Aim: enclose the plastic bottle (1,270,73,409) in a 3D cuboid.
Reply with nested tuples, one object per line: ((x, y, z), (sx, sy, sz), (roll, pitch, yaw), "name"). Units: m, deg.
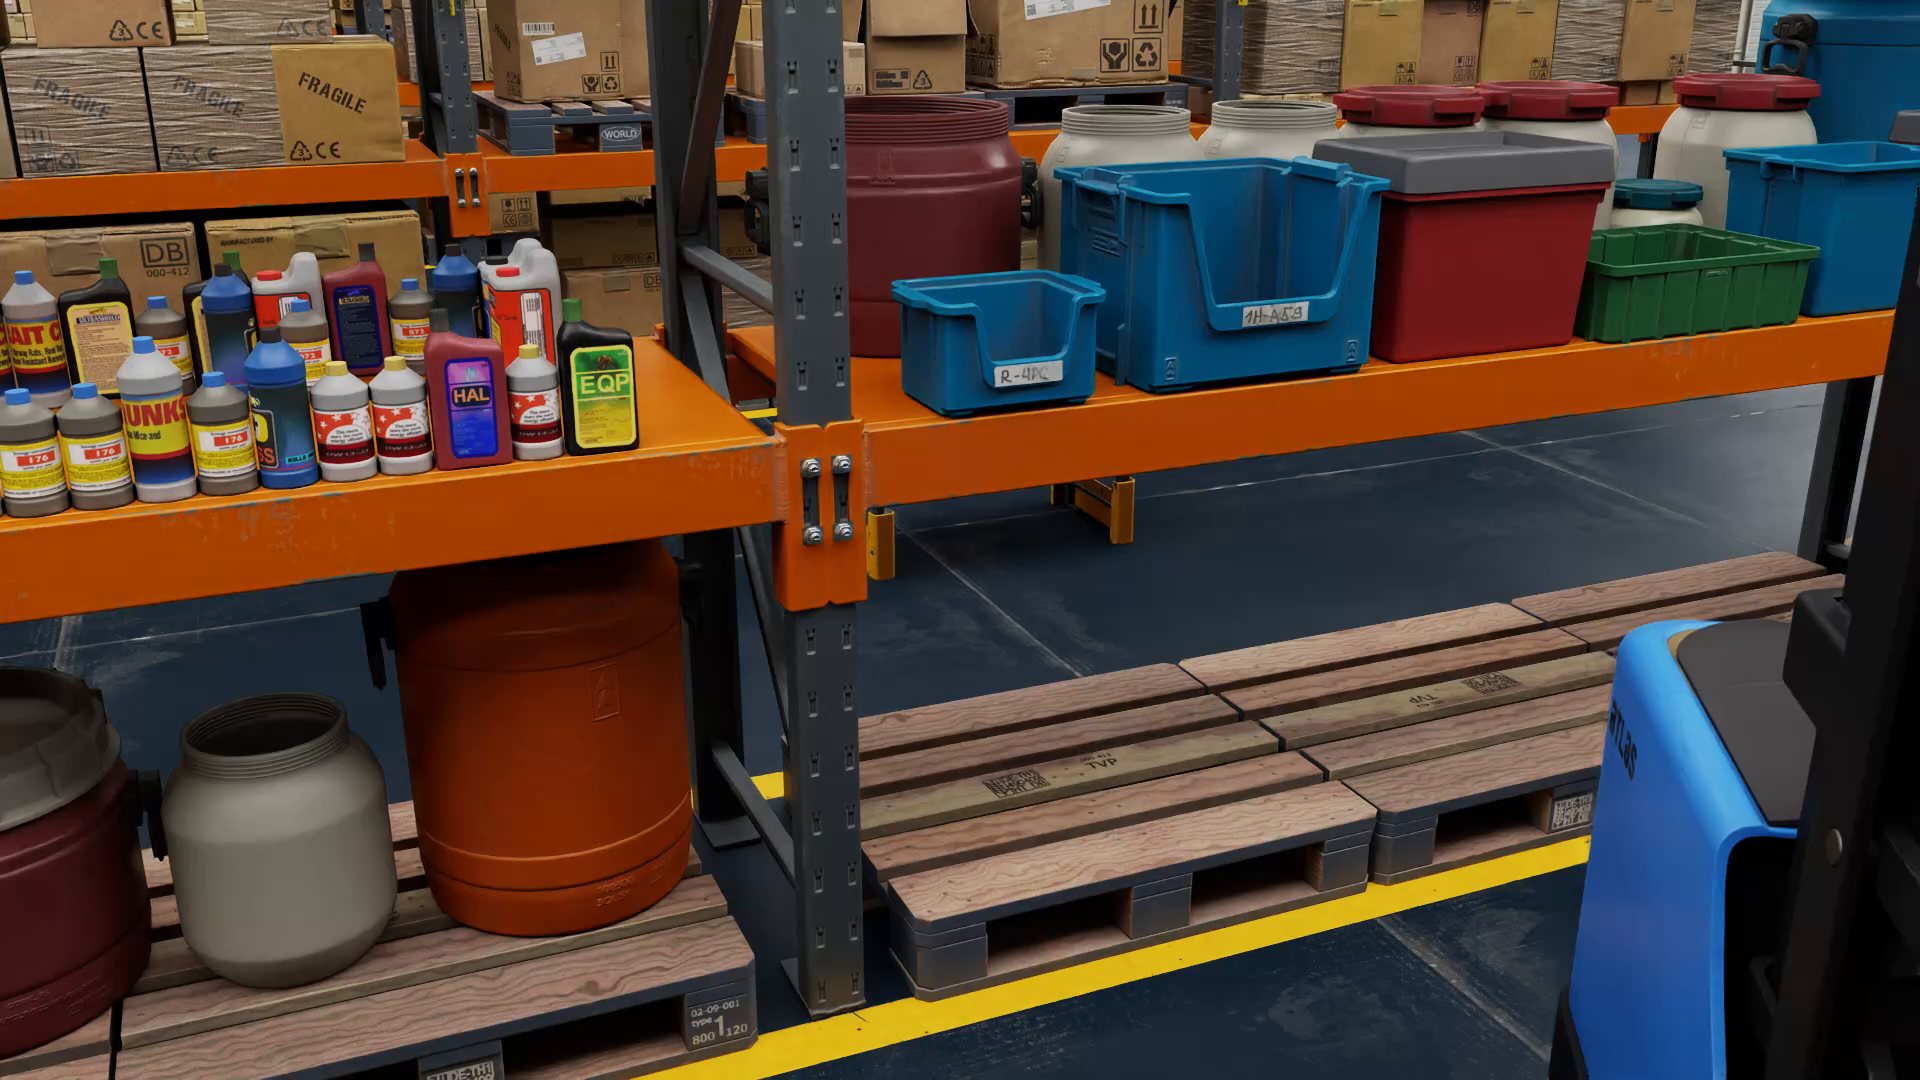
((-1.862, -0.405, 3.349), (0.097, 0.271, 0.097), (0, 19, 0), "plastic bottle")

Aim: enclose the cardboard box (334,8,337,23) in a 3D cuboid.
((-6.139, -5.266, 16.709), (0.250, 0.149, 0.380), (-7, 21, -20), "cardboard box")

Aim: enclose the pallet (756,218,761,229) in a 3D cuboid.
((-1.299, -2.662, 13.765), (1.213, 0.211, 1.003), (-8, 21, -22), "pallet")

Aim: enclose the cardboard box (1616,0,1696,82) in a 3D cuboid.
((3.997, -3.124, 10.278), (0.500, 0.500, 0.875), (-8, 21, -22), "cardboard box")

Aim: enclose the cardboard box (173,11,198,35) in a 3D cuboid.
((-5.282, -3.488, 11.210), (0.250, 0.149, 0.380), (-8, 21, -22), "cardboard box")

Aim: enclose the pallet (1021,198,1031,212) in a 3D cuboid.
((0.109, -2.863, 14.335), (1.213, 0.211, 1.003), (-8, 21, -22), "pallet")

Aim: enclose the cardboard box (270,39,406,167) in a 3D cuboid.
((-2.777, -1.957, 7.412), (0.500, 0.500, 0.500), (-7, 21, -20), "cardboard box")

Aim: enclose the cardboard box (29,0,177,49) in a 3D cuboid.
((-3.699, -2.394, 7.144), (0.637, 0.503, 0.797), (-8, 21, -21), "cardboard box")

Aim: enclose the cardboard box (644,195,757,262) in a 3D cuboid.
((-1.335, -1.602, 8.528), (0.500, 0.250, 0.500), (-6, 20, -16), "cardboard box")

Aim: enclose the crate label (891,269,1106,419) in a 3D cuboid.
((0.076, -0.402, 3.398), (0.416, 0.233, 0.303), (-8, 21, -22), "crate label")

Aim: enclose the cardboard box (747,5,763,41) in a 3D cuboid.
((-1.458, -3.933, 13.024), (0.500, 0.500, 0.500), (-8, 21, -23), "cardboard box")

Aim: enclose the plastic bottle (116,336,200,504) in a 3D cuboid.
((-1.345, -0.204, 2.780), (0.097, 0.271, 0.097), (0, 19, 0), "plastic bottle")

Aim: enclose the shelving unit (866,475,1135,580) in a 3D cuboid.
((0.070, -0.717, 6.301), (1.083, 1.500, 0.587), (-8, 21, -22), "shelving unit")

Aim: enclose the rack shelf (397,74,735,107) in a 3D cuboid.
((-2.457, -3.500, 13.028), (4.000, 0.370, 1.077), (-8, 21, -22), "rack shelf")

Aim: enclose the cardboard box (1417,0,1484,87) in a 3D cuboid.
((2.581, -2.956, 9.801), (0.500, 0.500, 0.875), (-8, 21, -22), "cardboard box")

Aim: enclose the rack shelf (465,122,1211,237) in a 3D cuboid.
((-0.585, -1.974, 8.694), (4.000, 0.370, 1.077), (-8, 21, -22), "rack shelf")

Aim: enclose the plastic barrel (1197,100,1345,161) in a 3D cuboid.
((0.787, -0.848, 4.246), (0.421, 0.512, 0.421), (0, 19, 0), "plastic barrel")

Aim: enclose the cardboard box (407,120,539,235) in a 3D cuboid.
((-3.699, -2.765, 12.615), (0.750, 0.750, 1.050), (-8, 21, -23), "cardboard box")

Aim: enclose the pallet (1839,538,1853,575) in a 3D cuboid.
((3.846, 0.174, 5.710), (1.213, 0.211, 1.003), (-8, 21, -22), "pallet")

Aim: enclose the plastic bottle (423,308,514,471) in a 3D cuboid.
((-0.874, -0.271, 2.950), (0.133, 0.283, 0.061), (-8, 21, -22), "plastic bottle")

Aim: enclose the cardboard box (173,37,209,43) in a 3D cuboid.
((-3.448, -2.048, 7.670), (0.500, 0.500, 0.500), (-9, 21, -23), "cardboard box")

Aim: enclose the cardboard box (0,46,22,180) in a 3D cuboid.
((-4.180, -1.757, 6.845), (0.500, 0.500, 0.500), (-8, 21, -21), "cardboard box")

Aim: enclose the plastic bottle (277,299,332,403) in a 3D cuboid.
((-1.343, -0.391, 3.415), (0.097, 0.201, 0.097), (0, 19, 0), "plastic bottle")

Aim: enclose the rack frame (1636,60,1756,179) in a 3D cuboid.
((4.924, -3.102, 10.817), (0.127, 3.000, 1.000), (-8, 21, -22), "rack frame")

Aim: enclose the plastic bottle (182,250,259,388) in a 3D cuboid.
((-1.551, -0.462, 3.492), (0.133, 0.283, 0.061), (-8, 21, -22), "plastic bottle")

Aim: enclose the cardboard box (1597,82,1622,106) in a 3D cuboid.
((3.824, -2.754, 10.205), (0.250, 0.149, 0.380), (-8, 21, -22), "cardboard box")

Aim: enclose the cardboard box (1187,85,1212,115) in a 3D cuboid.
((1.332, -2.576, 9.699), (0.250, 0.149, 0.380), (-8, 21, -22), "cardboard box")

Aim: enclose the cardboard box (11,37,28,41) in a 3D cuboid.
((-6.226, -3.214, 10.880), (0.250, 0.149, 0.380), (-9, 21, -23), "cardboard box")

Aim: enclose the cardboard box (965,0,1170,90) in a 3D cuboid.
((0.466, -2.995, 8.977), (1.000, 1.000, 1.000), (-8, 21, -22), "cardboard box")

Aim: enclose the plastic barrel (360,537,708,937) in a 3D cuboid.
((-0.902, 0.356, 3.631), (0.708, 0.830, 0.600), (-8, 21, -22), "plastic barrel")

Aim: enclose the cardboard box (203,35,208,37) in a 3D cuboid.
((-5.029, -3.384, 11.363), (0.250, 0.149, 0.380), (-8, 21, -21), "cardboard box")

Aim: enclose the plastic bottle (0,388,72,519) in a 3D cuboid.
((-1.524, -0.146, 2.719), (0.097, 0.201, 0.097), (0, 19, 0), "plastic bottle")

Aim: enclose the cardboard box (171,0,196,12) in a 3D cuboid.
((-5.278, -3.629, 11.161), (0.250, 0.149, 0.380), (-7, 21, -20), "cardboard box")

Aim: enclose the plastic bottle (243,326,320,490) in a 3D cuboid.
((-1.166, -0.230, 2.852), (0.097, 0.271, 0.097), (0, 19, 0), "plastic bottle")

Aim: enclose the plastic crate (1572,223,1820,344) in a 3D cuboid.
((1.726, -0.651, 4.172), (0.662, 0.188, 0.450), (-8, 21, -22), "plastic crate")

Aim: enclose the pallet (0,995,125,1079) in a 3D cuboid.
((-2.286, 1.051, 3.218), (1.213, 0.211, 1.003), (-8, 21, -22), "pallet")

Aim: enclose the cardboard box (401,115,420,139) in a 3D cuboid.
((-5.824, -4.102, 16.980), (0.625, 0.372, 0.950), (-10, 22, -26), "cardboard box")

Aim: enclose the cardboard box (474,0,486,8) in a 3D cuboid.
((-3.413, -4.218, 12.328), (0.500, 0.500, 0.700), (-8, 21, -23), "cardboard box")

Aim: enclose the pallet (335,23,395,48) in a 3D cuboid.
((-5.735, -5.108, 16.801), (1.003, 0.211, 1.213), (-8, 21, -22), "pallet")

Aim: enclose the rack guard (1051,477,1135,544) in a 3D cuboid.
((0.527, -0.193, 6.695), (0.087, 0.250, 0.587), (-8, 21, -22), "rack guard")

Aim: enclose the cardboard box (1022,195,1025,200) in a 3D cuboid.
((-0.015, -3.359, 14.113), (0.875, 0.875, 0.875), (-8, 21, -21), "cardboard box")

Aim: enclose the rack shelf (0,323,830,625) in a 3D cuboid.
((-2.296, 0.063, 2.910), (4.000, 0.370, 1.077), (-8, 21, -22), "rack shelf")

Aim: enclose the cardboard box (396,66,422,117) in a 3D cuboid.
((-7.142, -5.829, 21.505), (0.625, 0.625, 0.875), (-7, 21, -20), "cardboard box")

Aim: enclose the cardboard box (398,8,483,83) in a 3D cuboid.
((-3.774, -3.600, 12.078), (0.500, 0.500, 0.500), (-8, 21, -21), "cardboard box")

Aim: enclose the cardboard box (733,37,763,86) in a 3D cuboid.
((-0.997, -2.486, 8.637), (0.258, 0.266, 0.396), (-9, 21, -23), "cardboard box")

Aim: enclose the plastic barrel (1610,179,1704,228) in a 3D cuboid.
((1.937, -0.873, 4.694), (0.301, 0.262, 0.301), (0, 19, 0), "plastic barrel")

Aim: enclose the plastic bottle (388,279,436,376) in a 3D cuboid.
((-1.192, -0.468, 3.633), (0.097, 0.201, 0.097), (0, 19, 0), "plastic bottle")

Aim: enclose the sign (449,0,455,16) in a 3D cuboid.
((-2.199, -2.427, 7.156), (0.005, 0.325, 0.100), (-8, 21, -22), "sign")

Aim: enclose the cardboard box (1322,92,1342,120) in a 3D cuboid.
((2.021, -2.464, 9.383), (0.250, 0.149, 0.380), (-8, 21, -22), "cardboard box")

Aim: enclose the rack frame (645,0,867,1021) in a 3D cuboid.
((-0.460, -0.540, 3.538), (0.127, 3.000, 1.000), (-8, 21, -22), "rack frame")

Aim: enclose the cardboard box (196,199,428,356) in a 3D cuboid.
((-3.064, -1.161, 7.871), (0.875, 0.875, 1.225), (-9, 21, -24), "cardboard box")

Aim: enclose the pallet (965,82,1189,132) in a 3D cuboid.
((0.492, -2.430, 9.194), (1.213, 0.211, 1.003), (-8, 21, -22), "pallet")

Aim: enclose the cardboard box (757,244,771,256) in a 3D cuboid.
((-0.792, -1.326, 8.873), (0.500, 0.500, 0.700), (-6, 20, -17), "cardboard box")
